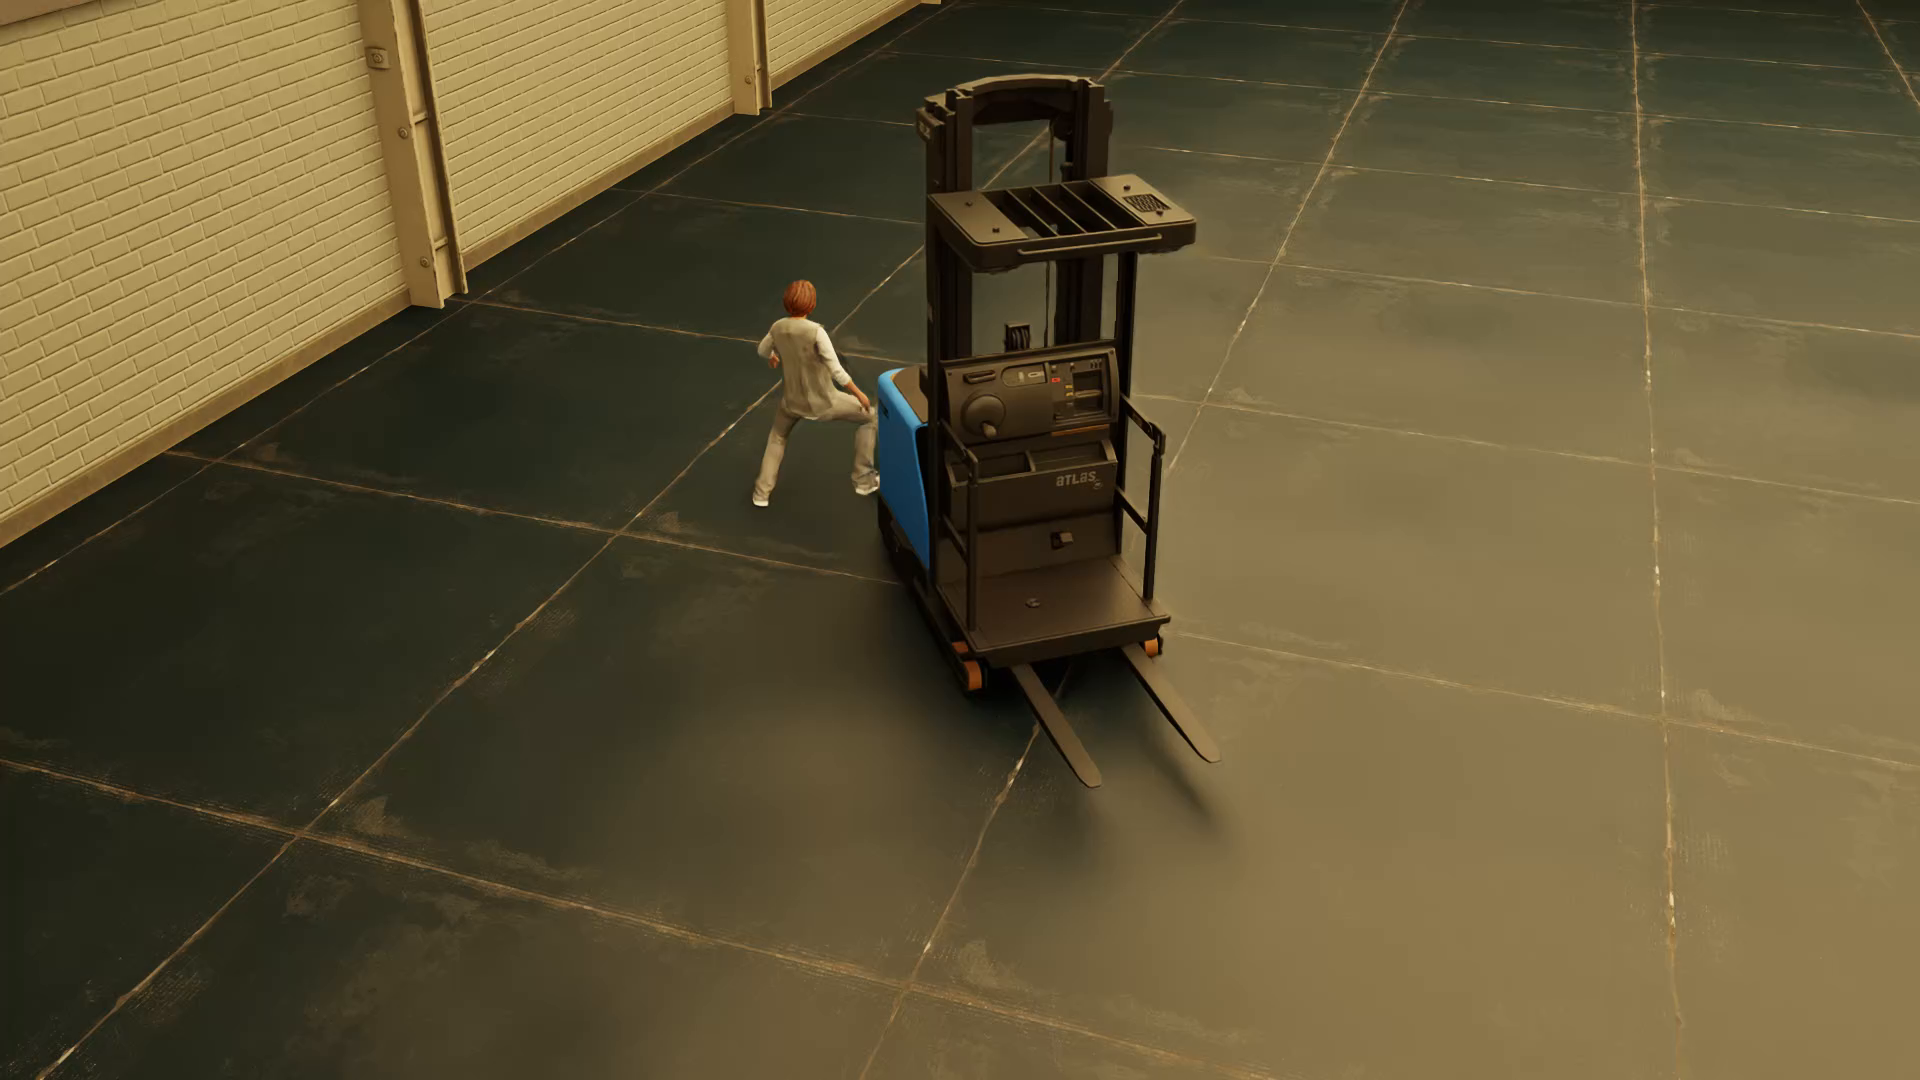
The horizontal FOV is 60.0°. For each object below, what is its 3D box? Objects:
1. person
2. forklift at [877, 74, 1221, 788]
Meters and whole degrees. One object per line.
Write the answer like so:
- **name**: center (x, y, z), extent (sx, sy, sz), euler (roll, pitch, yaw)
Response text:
- **person**: center (-0.955, -0.906, 10.250), extent (0.822, 1.465, 0.651), euler (16, 33, 26)
- **forklift**: center (0.445, -0.704, 8.372), extent (1.130, 2.935, 3.031), euler (-9, 31, -16)
